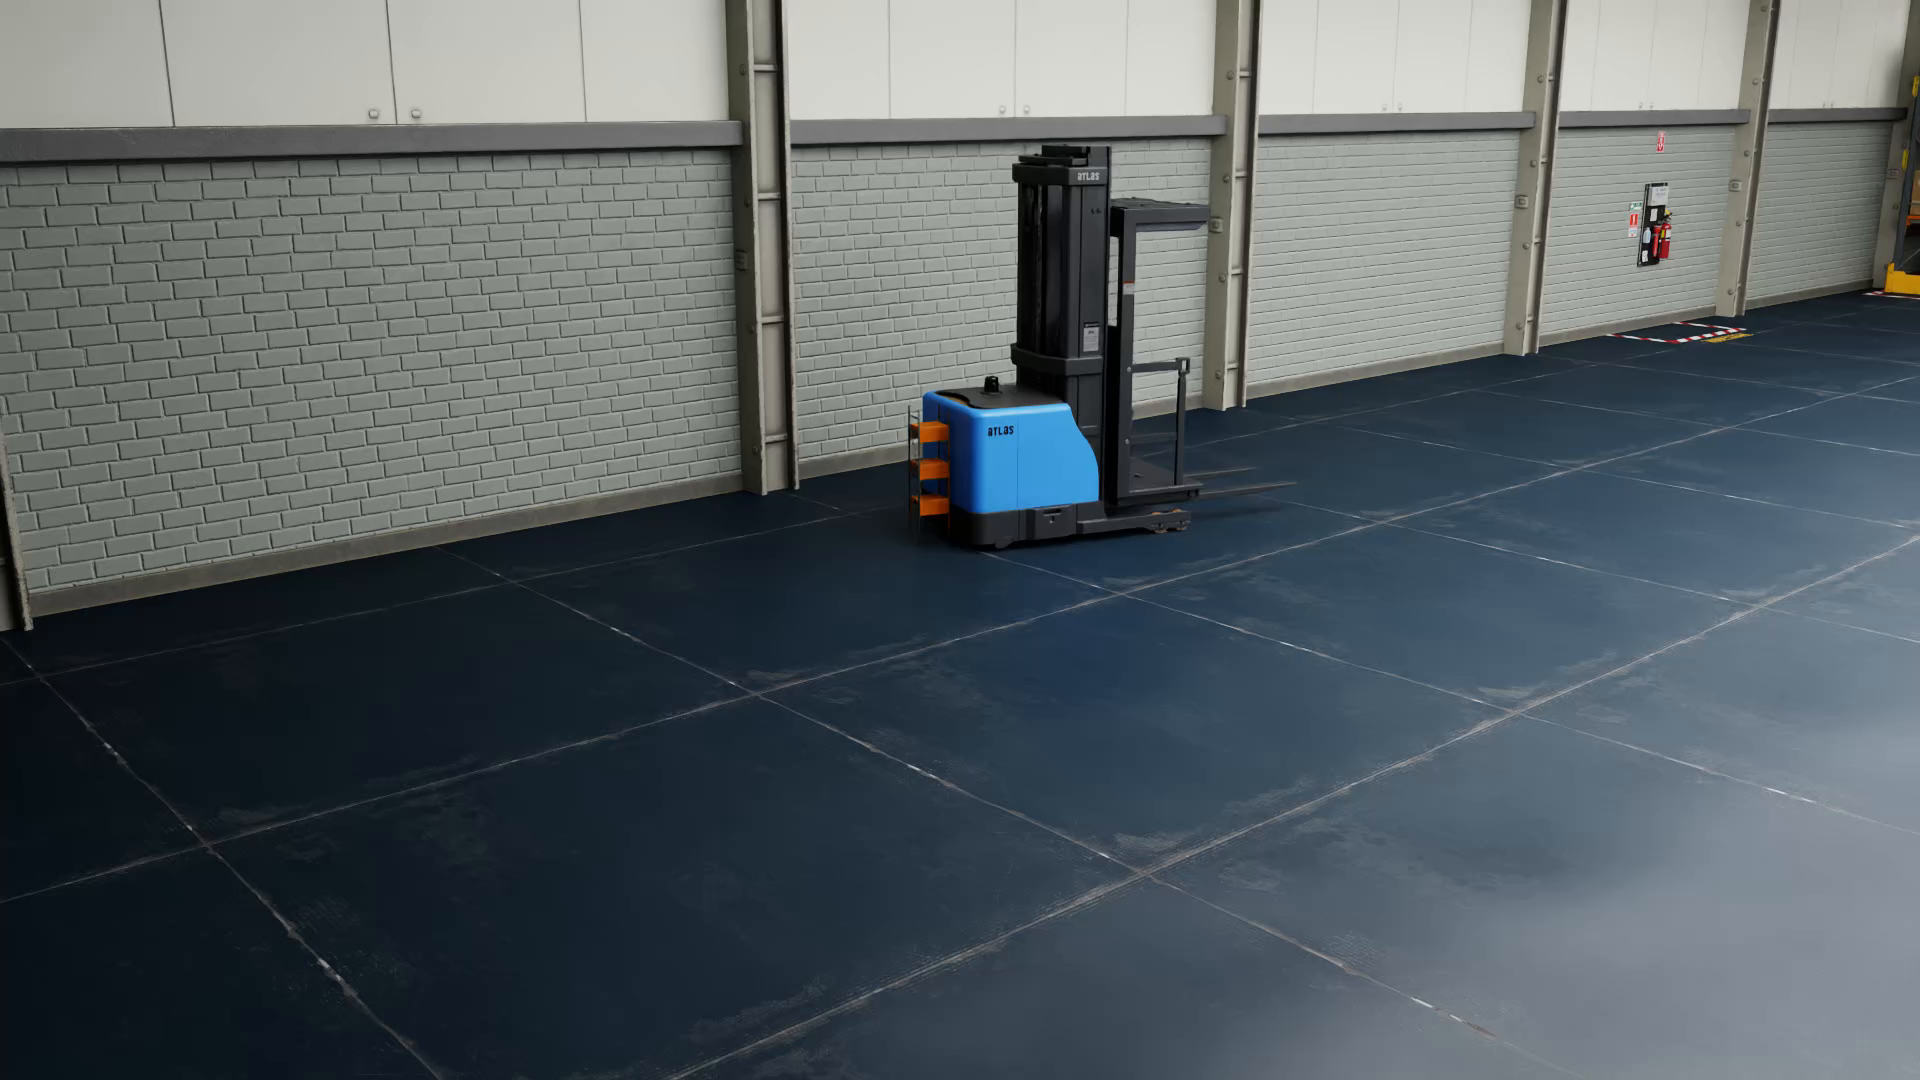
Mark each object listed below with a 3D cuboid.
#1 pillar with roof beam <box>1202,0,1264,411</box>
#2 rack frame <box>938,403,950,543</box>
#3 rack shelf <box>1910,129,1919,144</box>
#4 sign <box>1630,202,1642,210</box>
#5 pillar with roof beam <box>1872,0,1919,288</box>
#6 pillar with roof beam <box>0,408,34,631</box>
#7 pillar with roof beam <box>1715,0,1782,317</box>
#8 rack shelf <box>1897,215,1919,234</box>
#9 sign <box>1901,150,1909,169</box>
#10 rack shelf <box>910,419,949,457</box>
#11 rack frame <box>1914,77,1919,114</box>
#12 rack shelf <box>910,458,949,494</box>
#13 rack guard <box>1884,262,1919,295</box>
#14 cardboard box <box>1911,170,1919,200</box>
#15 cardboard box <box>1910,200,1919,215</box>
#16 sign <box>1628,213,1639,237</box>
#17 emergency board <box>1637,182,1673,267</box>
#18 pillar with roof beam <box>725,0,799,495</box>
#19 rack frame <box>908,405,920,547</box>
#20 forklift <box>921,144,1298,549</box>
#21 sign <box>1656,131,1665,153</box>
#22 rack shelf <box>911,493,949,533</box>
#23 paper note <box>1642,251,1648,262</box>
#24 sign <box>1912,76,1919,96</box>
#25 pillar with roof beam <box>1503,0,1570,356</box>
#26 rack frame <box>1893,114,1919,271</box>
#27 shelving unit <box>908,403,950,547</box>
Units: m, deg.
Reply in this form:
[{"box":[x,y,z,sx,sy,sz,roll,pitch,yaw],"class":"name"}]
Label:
[{"box":[5.712,-4.970,13.918,0.400,9.000,9.100,-13,19,-39],"class":"pillar with roof beam"},{"box":[-0.123,-0.507,12.612,0.008,1.050,0.200,-7,16,-24],"class":"rack frame"},{"box":[18.014,-7.112,29.145,4.000,0.370,1.077,-13,19,-39],"class":"rack shelf"},{"box":[9.574,-4.730,23.549,0.331,0.109,0.001,-13,19,-39],"class":"sign"},{"box":[19.291,-8.019,25.334,0.400,9.000,9.100,-13,19,-39],"class":"pillar with roof beam"},{"box":[-3.340,-2.937,6.308,0.400,9.000,9.100,-13,19,-39],"class":"pillar with roof beam"},{"box":[14.765,-7.003,21.529,0.400,9.000,9.100,-13,19,-39],"class":"pillar with roof beam"},{"box":[18.014,-5.663,29.533,4.000,0.370,1.077,-13,19,-39],"class":"rack shelf"},{"box":[16.156,-6.495,28.398,0.005,0.325,0.100,-13,19,-39],"class":"sign"},{"box":[-0.234,-0.757,12.492,0.240,0.259,0.215,-7,16,-24],"class":"rack shelf"},{"box":[16.505,-8.570,27.397,0.127,3.000,1.000,-13,19,-39],"class":"rack frame"},{"box":[-0.234,-0.483,12.566,0.240,0.259,0.215,-7,16,-24],"class":"rack shelf"},{"box":[16.562,-4.477,28.542,0.348,0.500,1.175,-13,19,-39],"class":"rack guard"},{"box":[16.721,-6.093,28.545,0.500,0.500,0.500,-13,20,-40],"class":"cardboard box"},{"box":[16.730,-5.726,28.626,0.500,0.250,0.500,-12,19,-39],"class":"cardboard box"},{"box":[9.565,-4.475,23.621,0.234,0.329,0.001,-13,19,-39],"class":"sign"},{"box":[10.050,-4.531,23.901,0.643,1.169,0.194,-13,19,-39],"class":"emergency board"},{"box":[1.186,-3.953,10.113,0.400,9.000,9.100,-13,19,-39],"class":"pillar with roof beam"},{"box":[-0.345,-0.480,12.514,0.008,1.050,0.200,-7,16,-24],"class":"rack frame"},{"box":[1.256,-1.584,13.000,3.031,2.935,1.130,-7,16,-24],"class":"forklift"},{"box":[9.978,-5.669,23.669,0.199,0.298,0.001,-13,19,-39],"class":"sign"},{"box":[-0.234,-0.215,12.637,0.240,0.259,0.215,-7,16,-24],"class":"rack shelf"},{"box":[9.871,-4.089,23.953,0.142,0.148,0.016,-13,19,-39],"class":"paper note"},{"box":[16.156,-7.660,28.087,0.005,0.325,0.100,-13,19,-39],"class":"sign"},{"box":[10.239,-5.986,17.723,0.400,9.000,9.100,-13,19,-39],"class":"pillar with roof beam"},{"box":[16.505,-5.672,28.171,0.127,3.000,1.000,-13,19,-39],"class":"rack frame"},{"box":[-0.234,-0.493,12.563,0.252,1.050,0.215,-7,16,-24],"class":"shelving unit"}]
